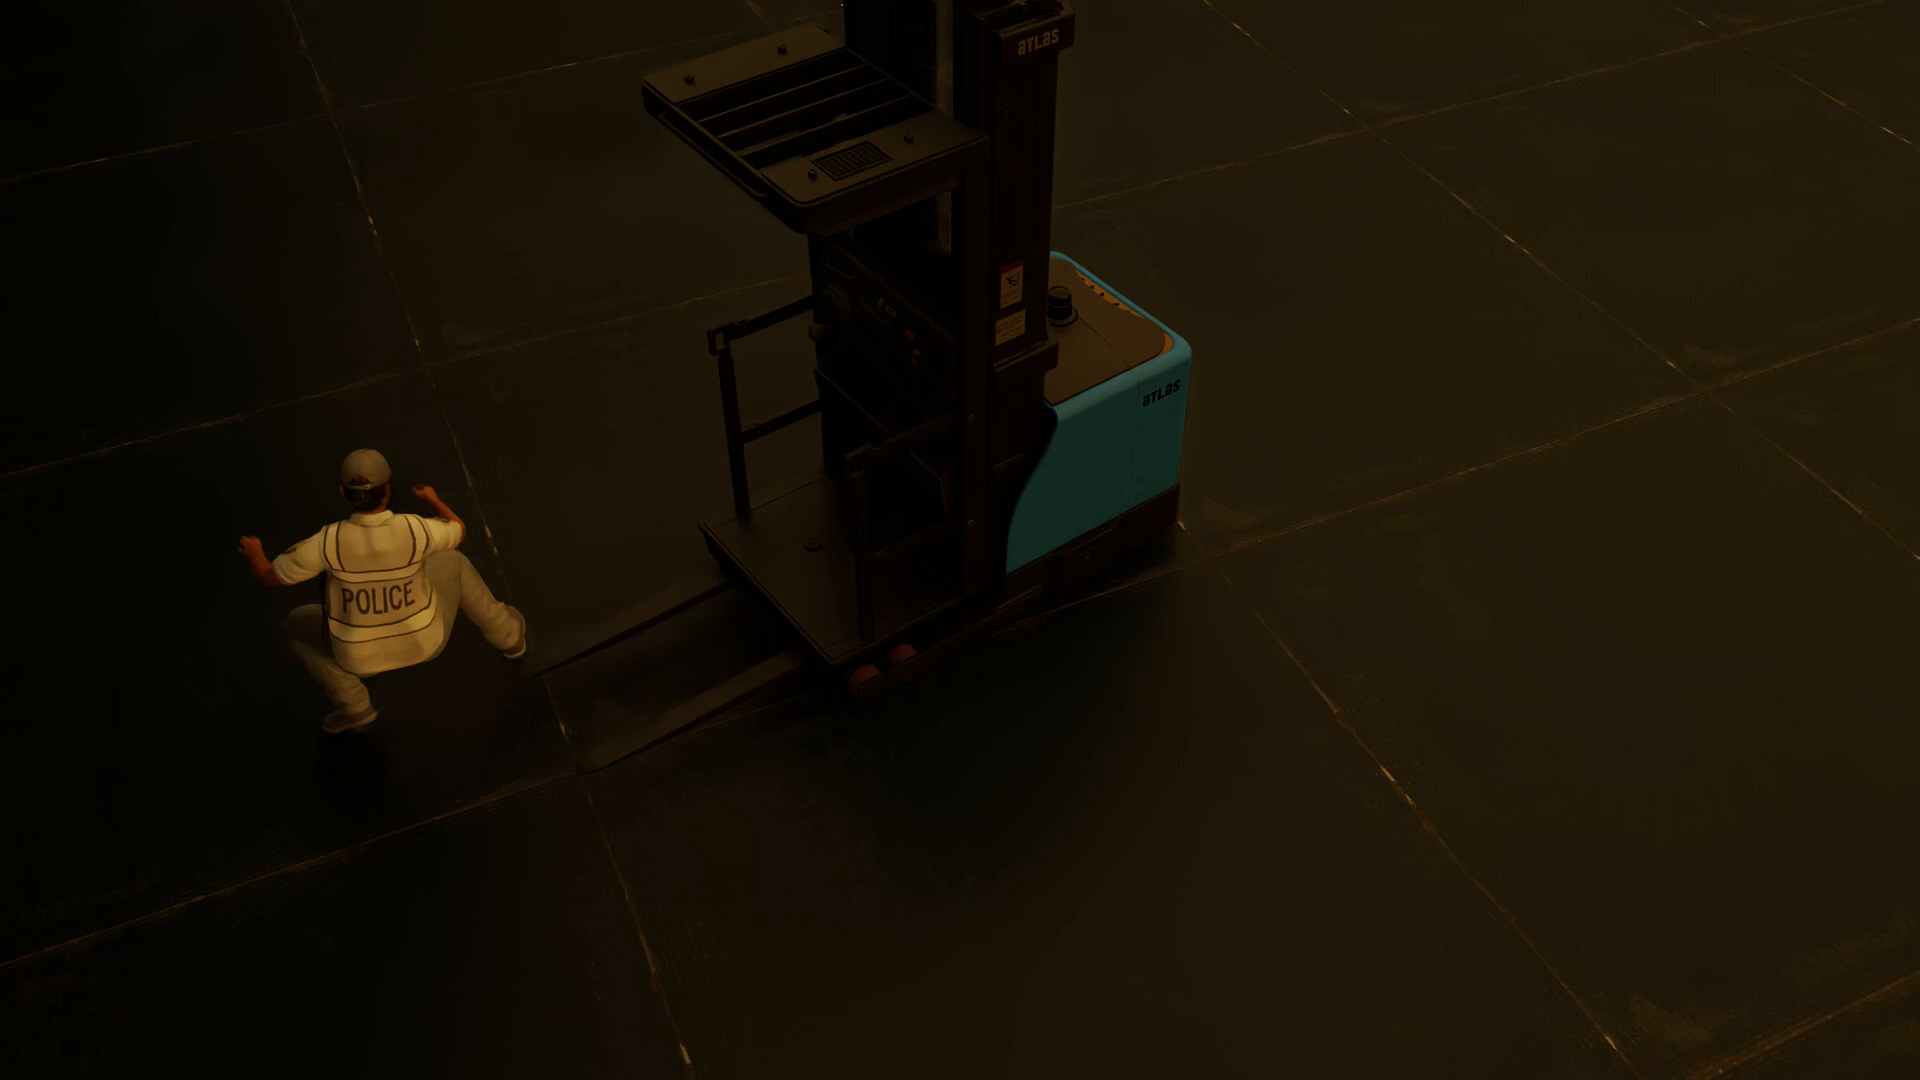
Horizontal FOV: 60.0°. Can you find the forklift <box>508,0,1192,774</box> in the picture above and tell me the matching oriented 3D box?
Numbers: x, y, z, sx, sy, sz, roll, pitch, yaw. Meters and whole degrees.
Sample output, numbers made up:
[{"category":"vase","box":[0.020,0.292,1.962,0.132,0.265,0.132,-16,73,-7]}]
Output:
[{"category":"forklift","box":[-0.467,-0.790,6.527,3.031,2.935,1.130,-27,49,-26]}]

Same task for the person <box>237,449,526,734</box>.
[{"category":"person","box":[-2.266,0.190,6.550,0.967,1.436,0.735,-14,45,-15]}]
